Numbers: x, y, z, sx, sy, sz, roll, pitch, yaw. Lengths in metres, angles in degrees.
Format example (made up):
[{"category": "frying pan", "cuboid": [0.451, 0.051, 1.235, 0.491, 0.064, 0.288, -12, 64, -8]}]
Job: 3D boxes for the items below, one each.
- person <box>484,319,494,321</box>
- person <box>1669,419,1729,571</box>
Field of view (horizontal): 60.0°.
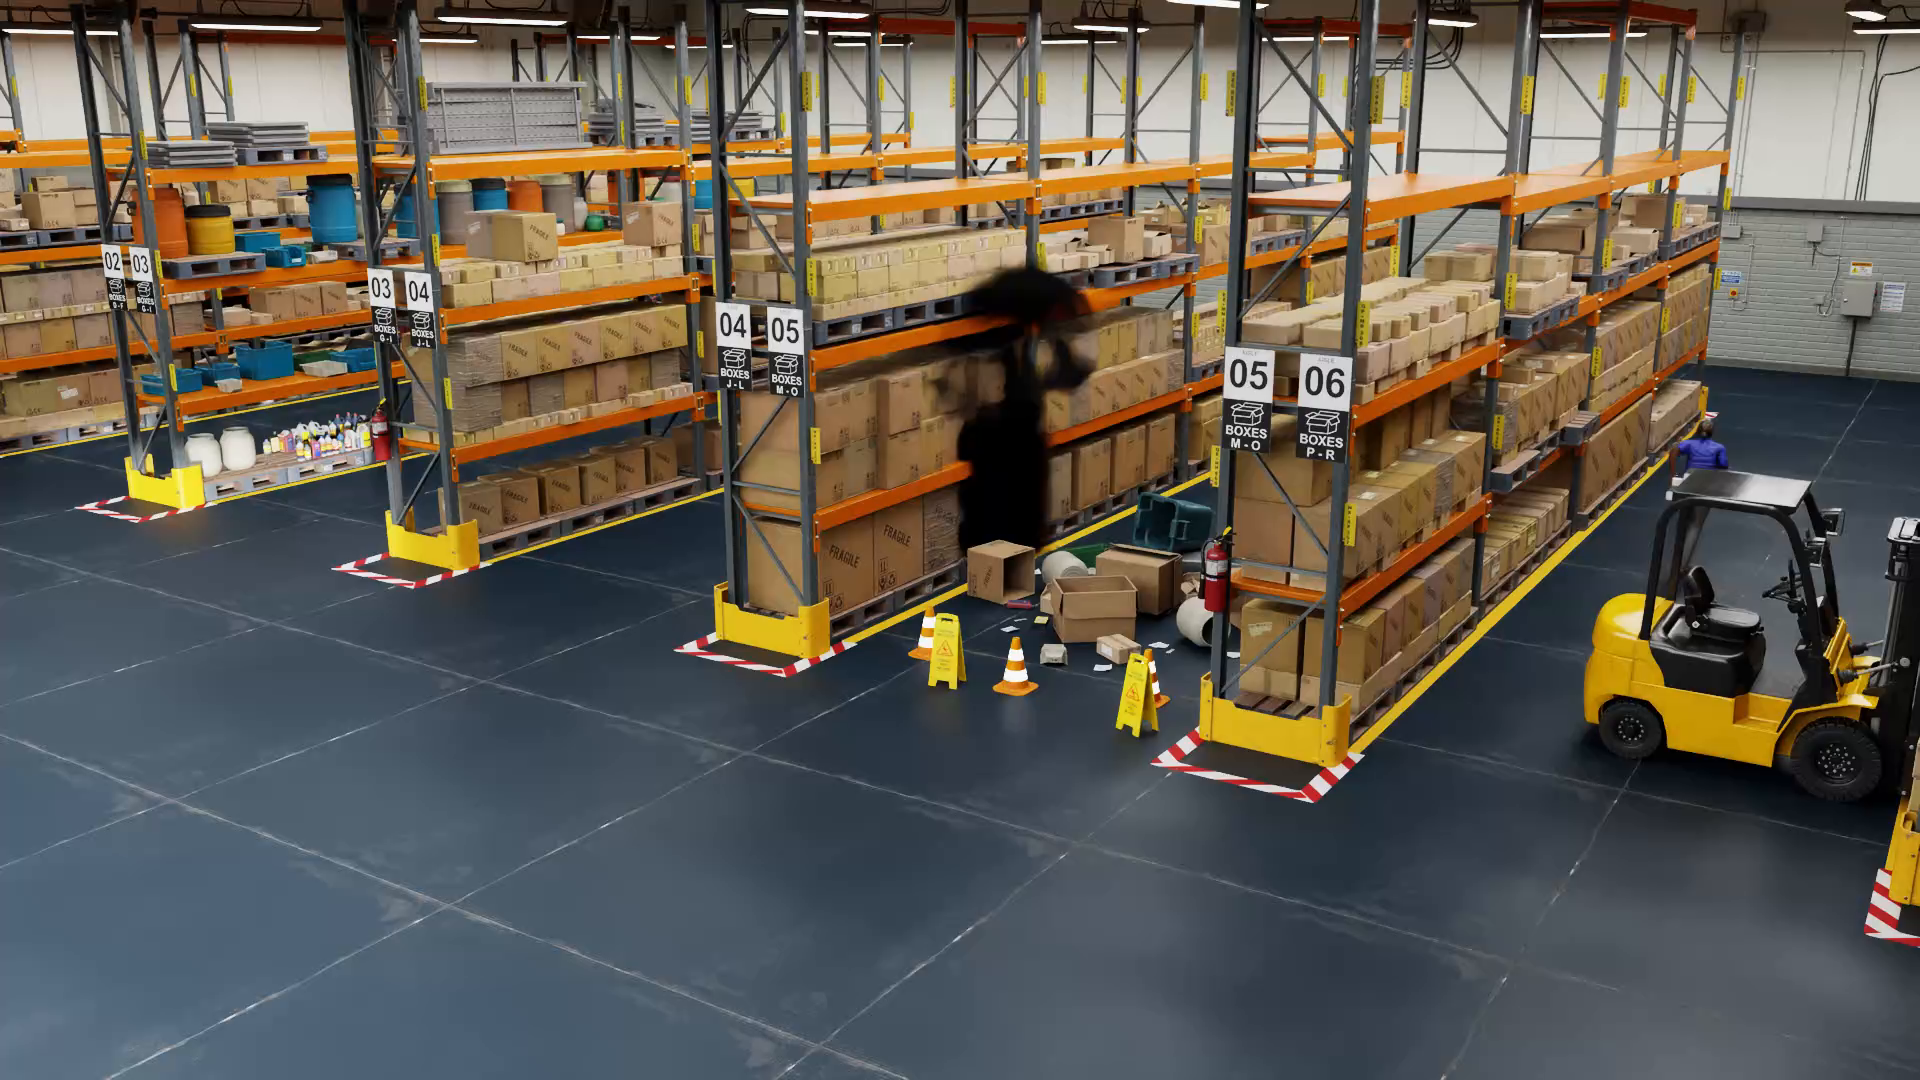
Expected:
[{"category": "person", "cuboid": [-7.699, -3.031, 27.129, 0.508, 1.604, 0.667, 12, 19, 36]}, {"category": "person", "cuboid": [7.901, -0.467, 17.877, 0.565, 1.624, 0.894, 11, 19, 34]}]
